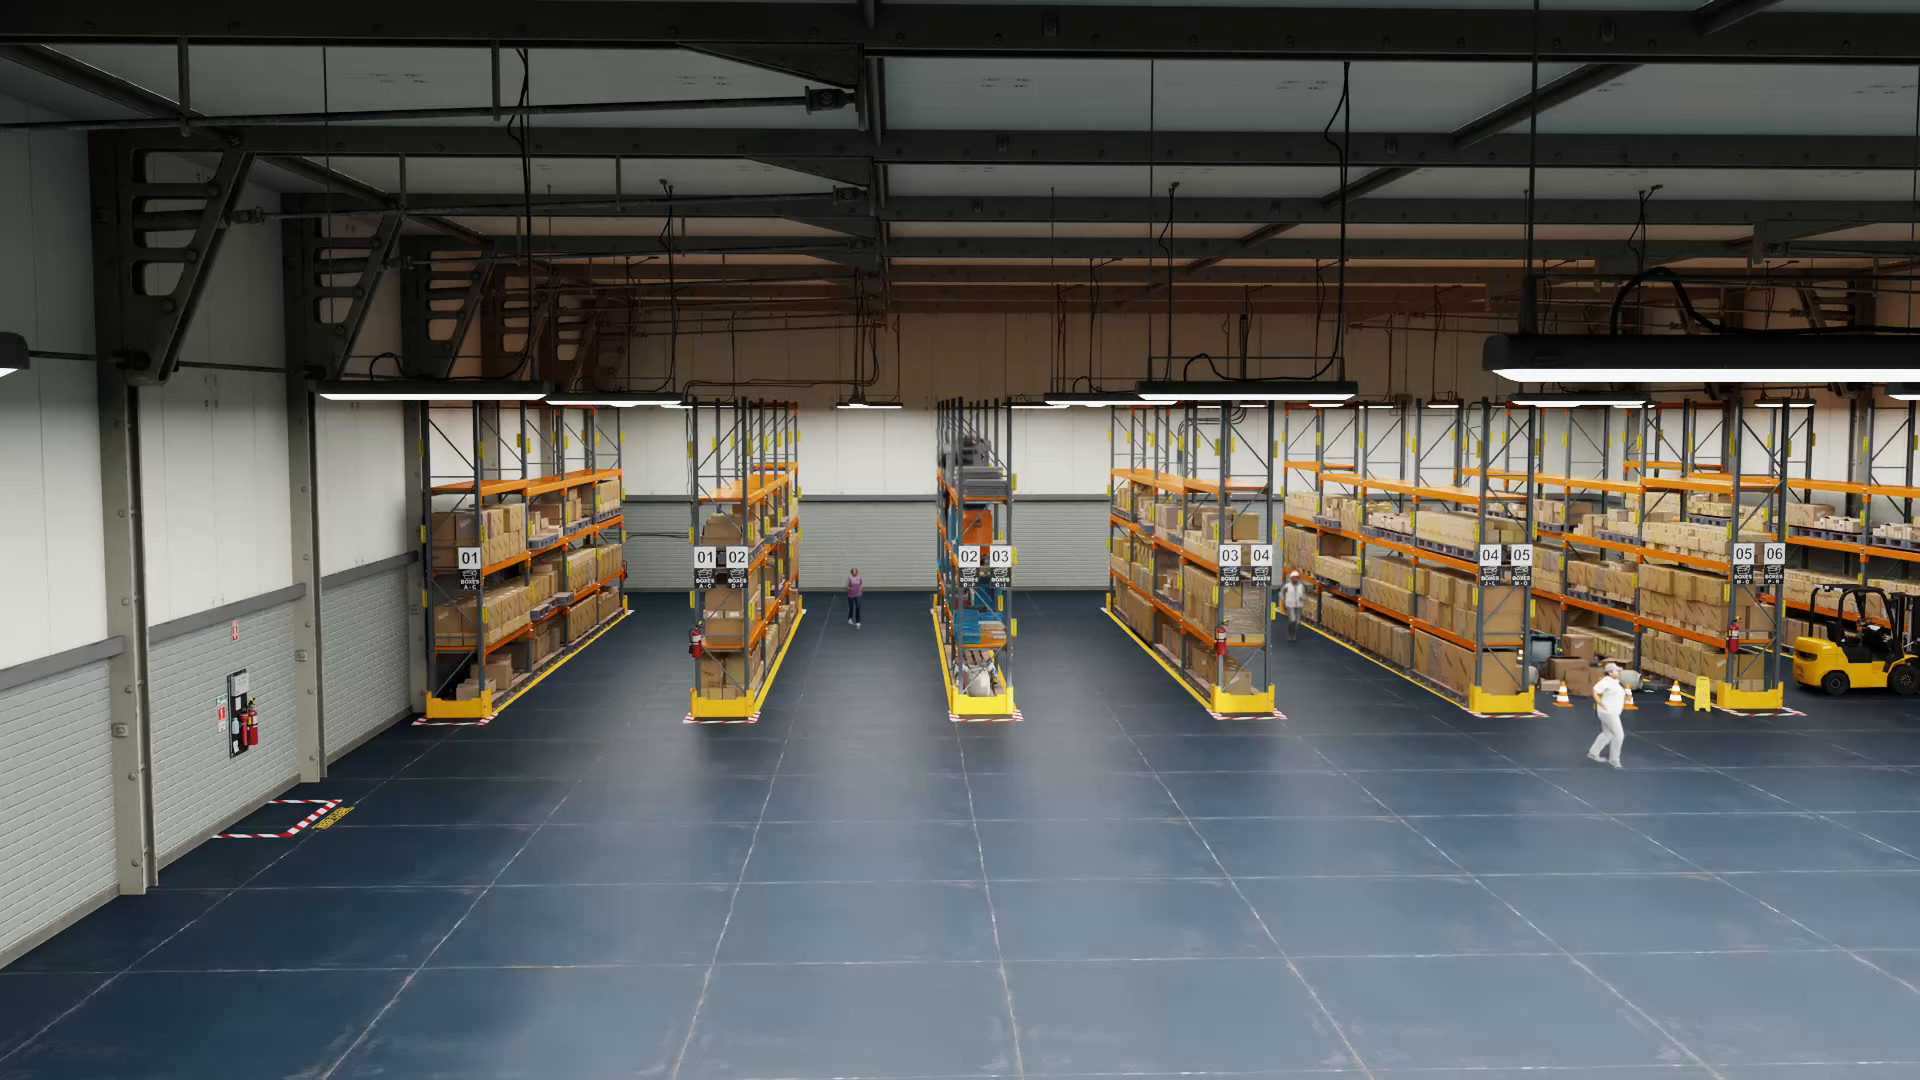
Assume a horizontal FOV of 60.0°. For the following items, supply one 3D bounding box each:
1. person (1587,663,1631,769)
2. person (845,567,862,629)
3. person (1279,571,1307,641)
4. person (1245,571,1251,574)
[{"bbox_3d":[10.469,2.842,26.827,0.671,1.736,0.592,3,5,34],"label":"person"},{"bbox_3d":[-2.814,1.507,44.106,0.505,1.603,0.863,-1,5,-14],"label":"person"},{"bbox_3d":[8.294,1.652,41.264,0.634,1.742,0.663,0,4,-6],"label":"person"},{"bbox_3d":[8.012,1.212,47.480,0.740,1.712,0.654,3,5,33],"label":"person"}]
